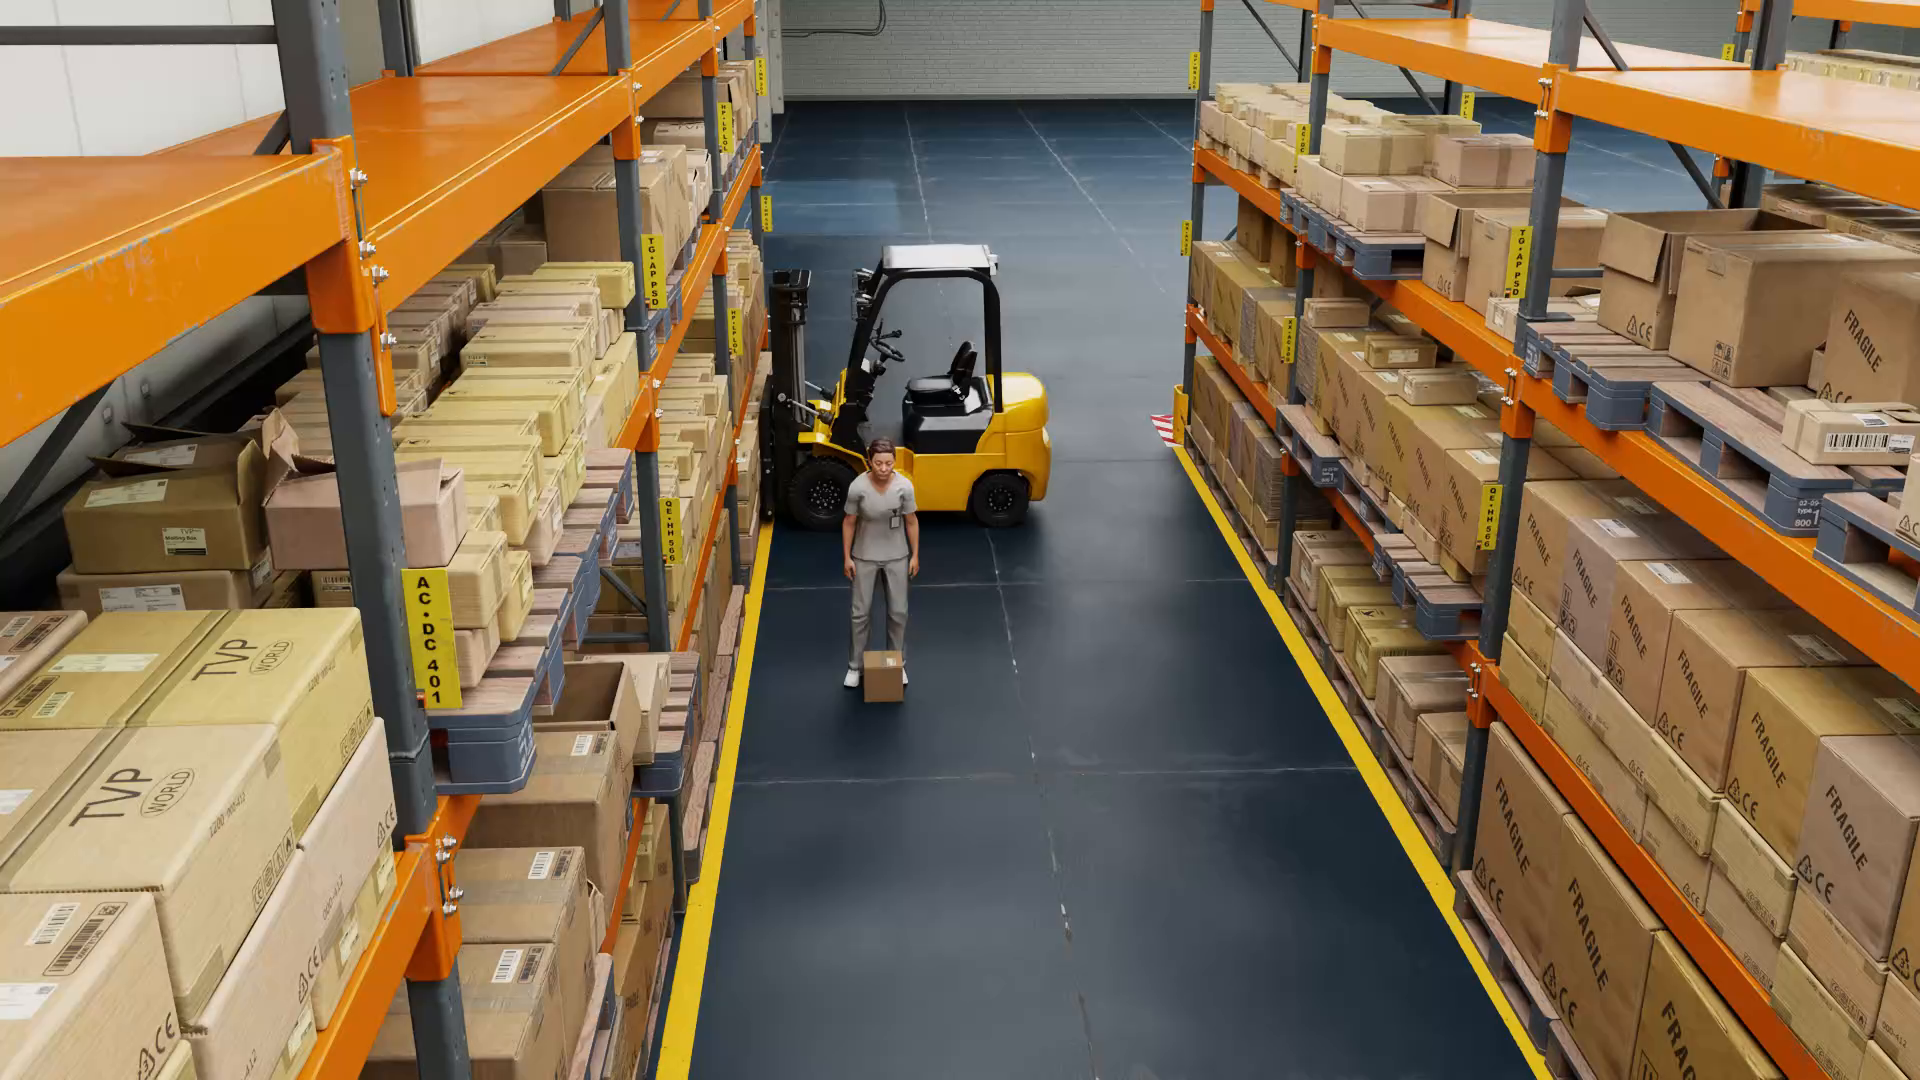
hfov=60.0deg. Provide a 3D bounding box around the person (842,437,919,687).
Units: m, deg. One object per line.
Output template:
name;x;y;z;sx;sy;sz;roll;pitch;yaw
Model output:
person;-0.516;0.129;10.735;0.511;1.673;0.350;-2;21;-5
